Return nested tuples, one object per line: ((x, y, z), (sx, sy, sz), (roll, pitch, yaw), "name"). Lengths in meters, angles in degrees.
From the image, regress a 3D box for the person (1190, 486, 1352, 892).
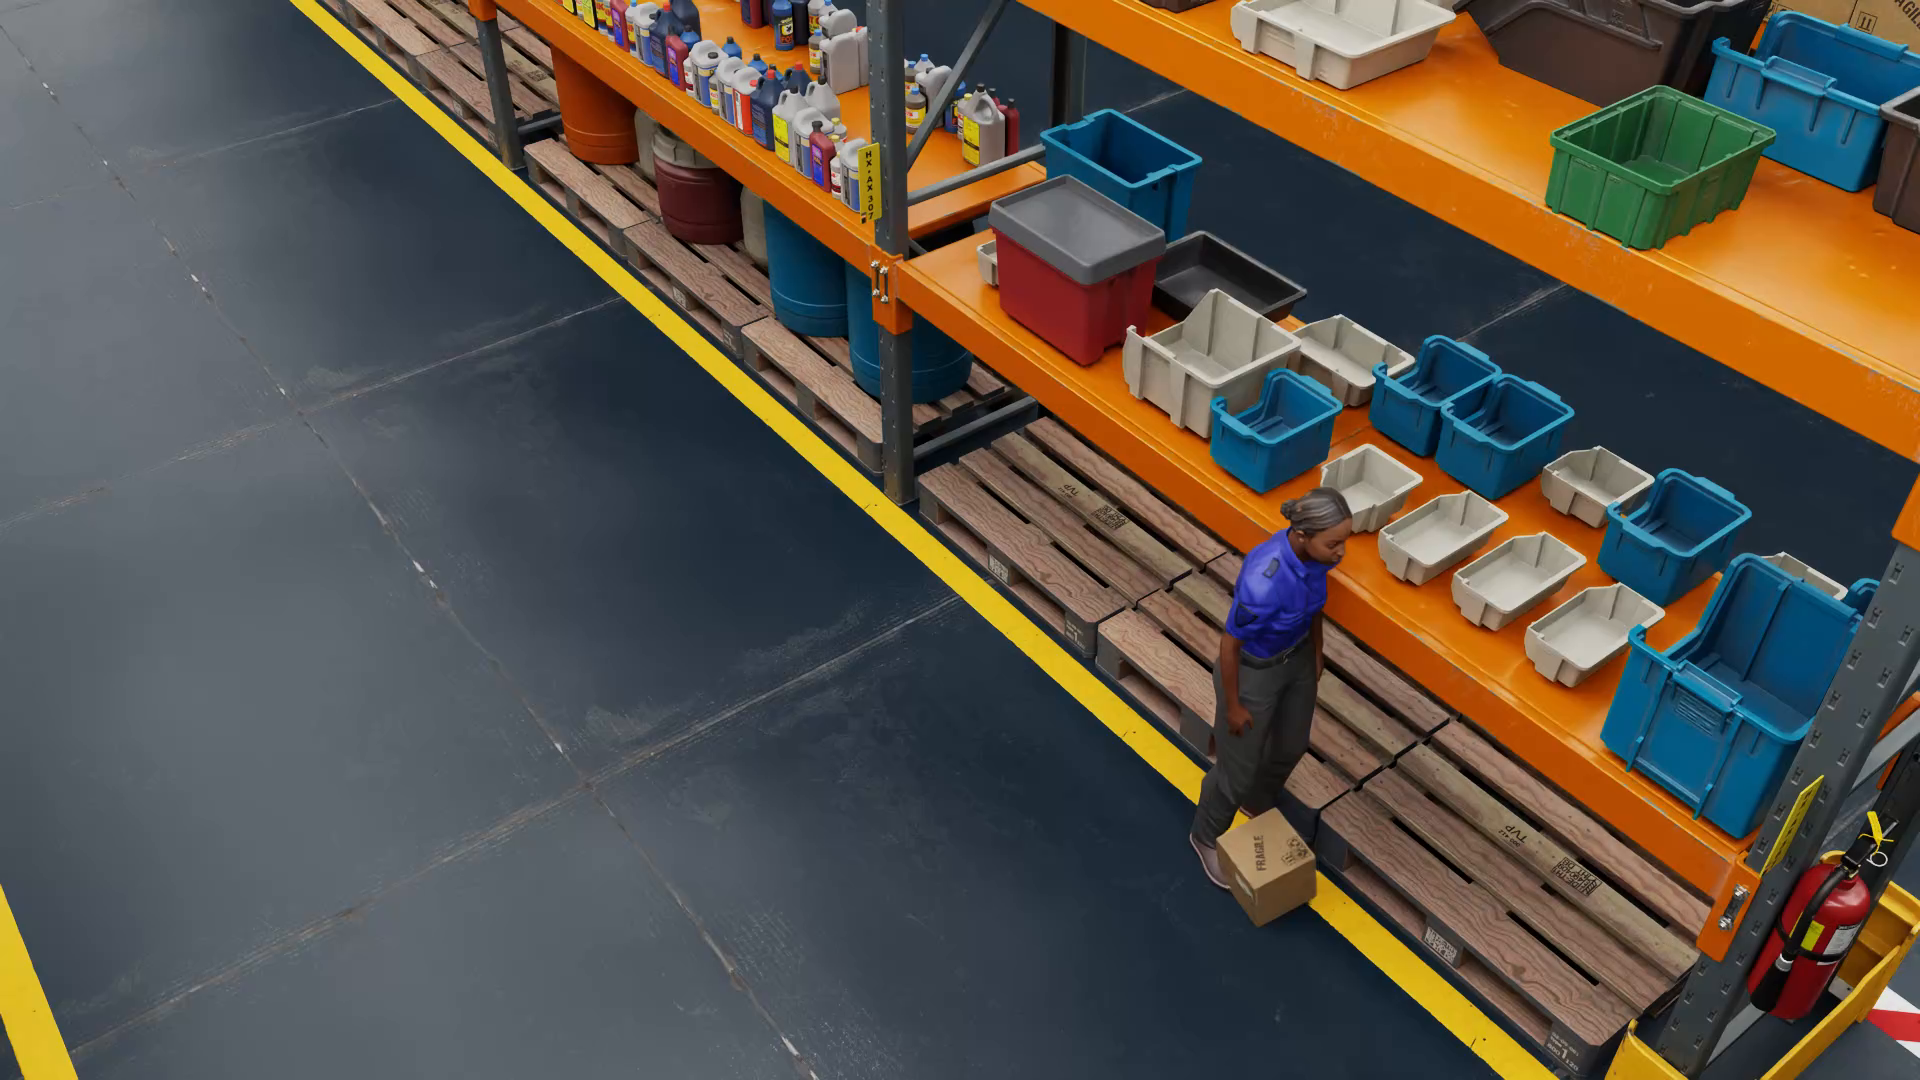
((1.052, 0.464, 5.619), (0.511, 1.654, 0.346), (-29, 48, -29), "person")
